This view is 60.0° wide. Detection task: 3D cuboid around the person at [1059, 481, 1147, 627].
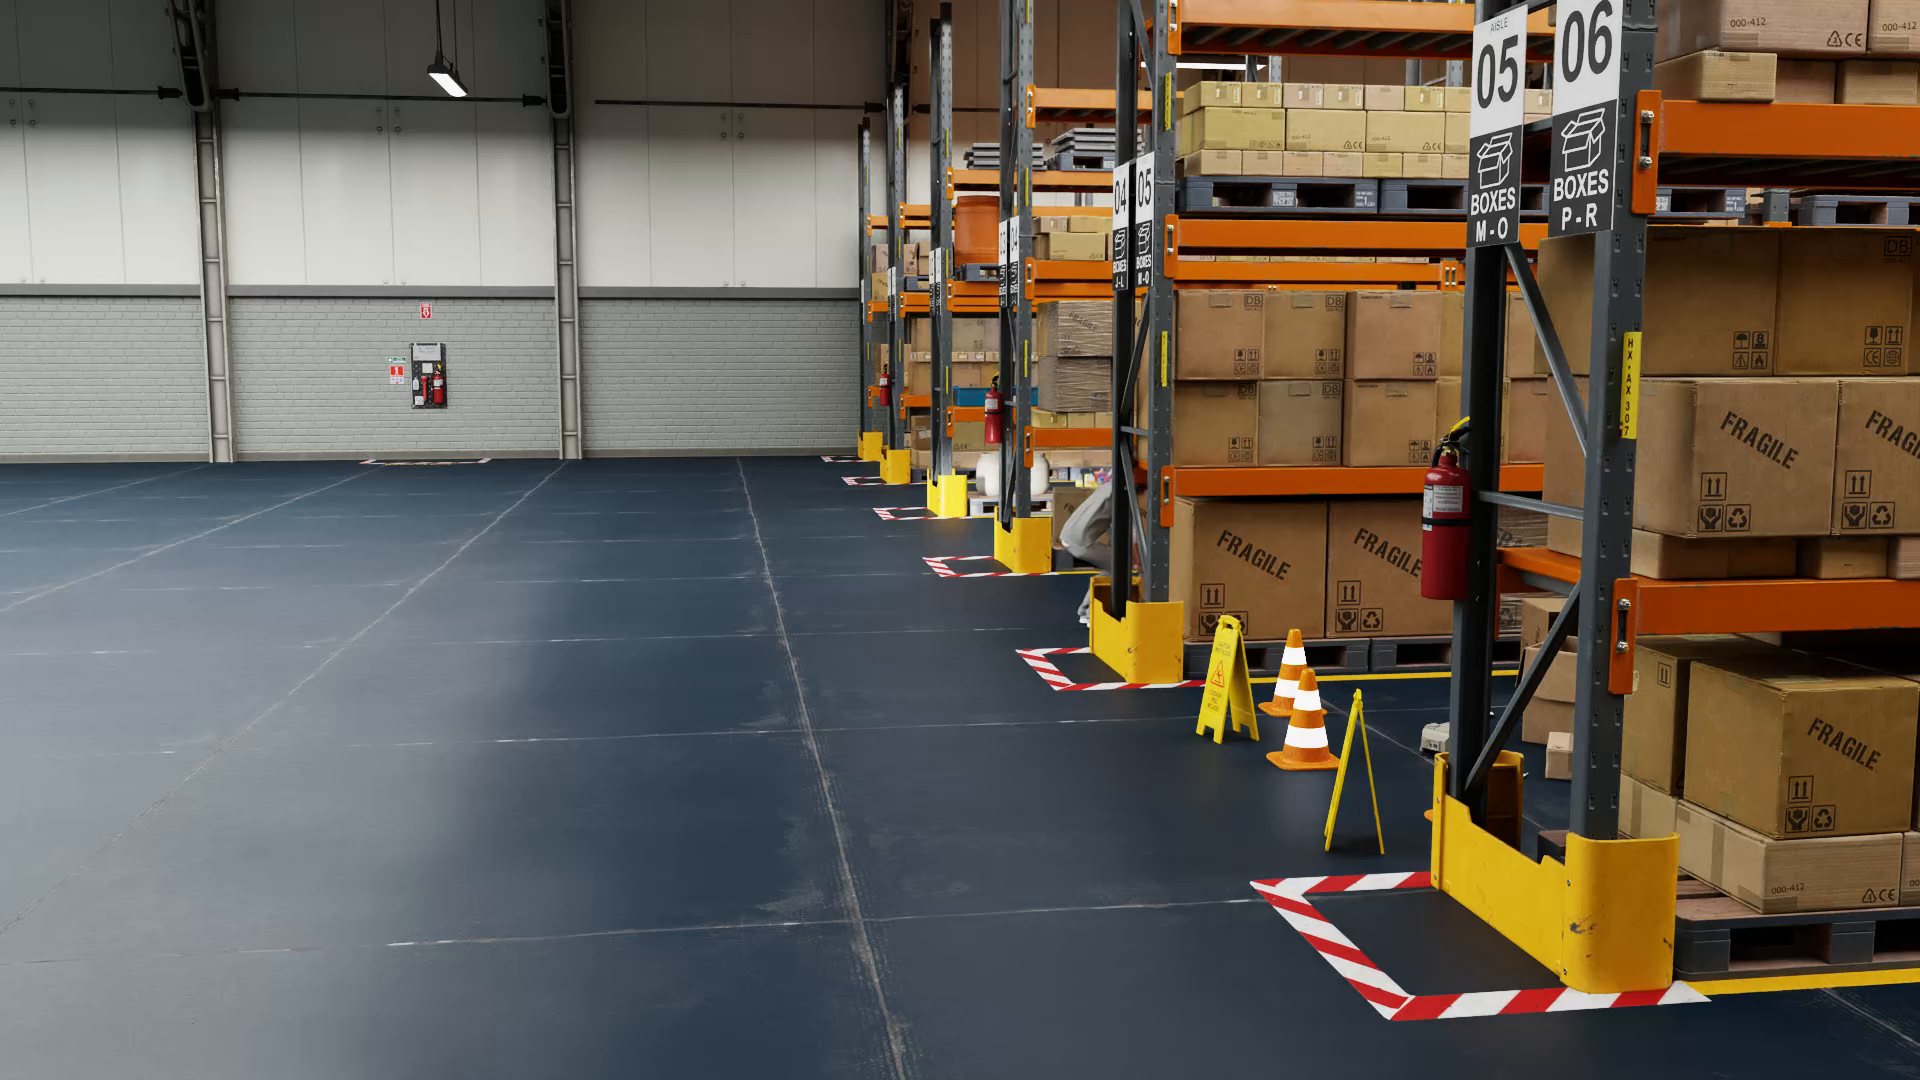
[{"bbox_3d":[1.072,0.050,12.199,0.710,1.175,0.462,-1,7,-9],"label":"person"}]
